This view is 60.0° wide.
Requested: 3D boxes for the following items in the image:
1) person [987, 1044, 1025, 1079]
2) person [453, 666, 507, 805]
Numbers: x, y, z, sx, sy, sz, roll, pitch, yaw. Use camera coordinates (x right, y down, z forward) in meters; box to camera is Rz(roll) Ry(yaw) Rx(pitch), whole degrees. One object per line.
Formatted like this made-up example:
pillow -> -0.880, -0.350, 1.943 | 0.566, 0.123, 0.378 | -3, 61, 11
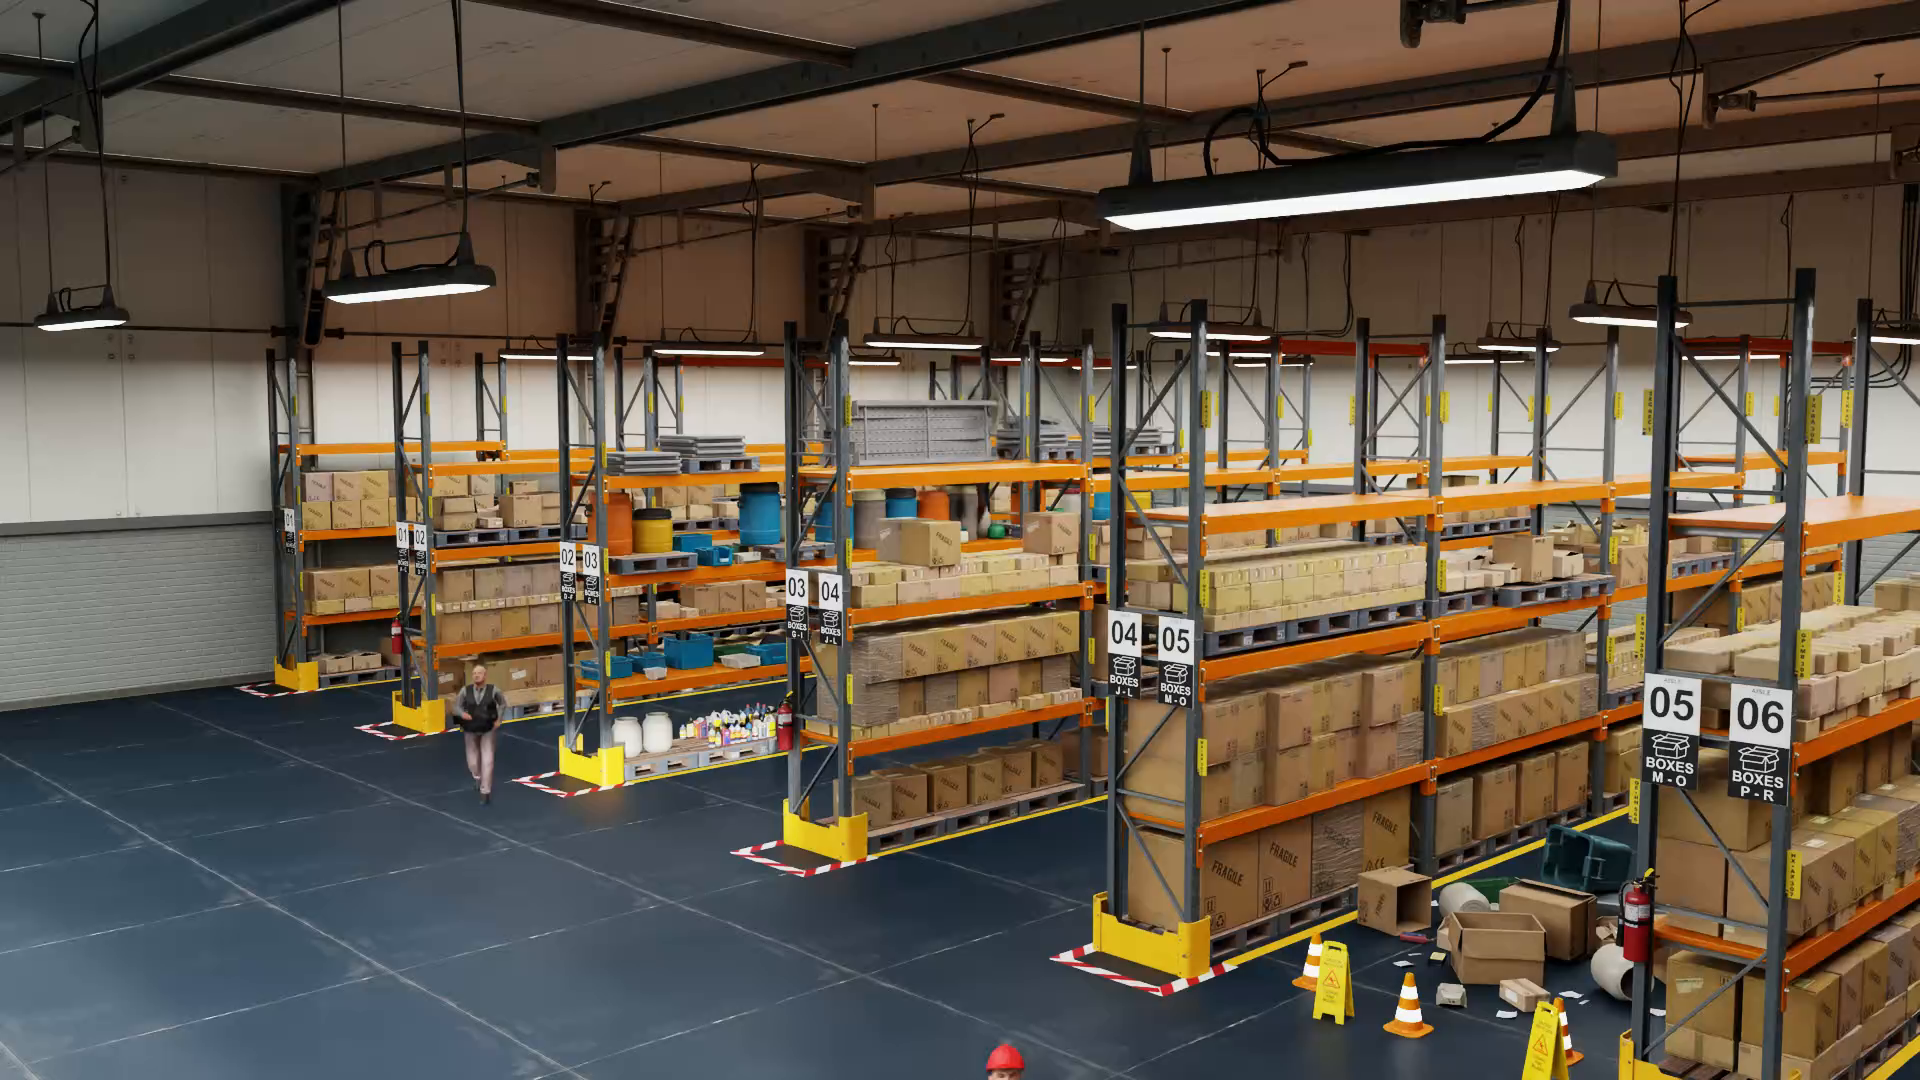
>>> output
person -> 0.241, 3.534, 8.843 | 0.655, 1.762, 0.823 | 0, 5, -3
person -> -6.154, 2.471, 21.313 | 0.659, 1.729, 0.775 | -1, 5, -7
